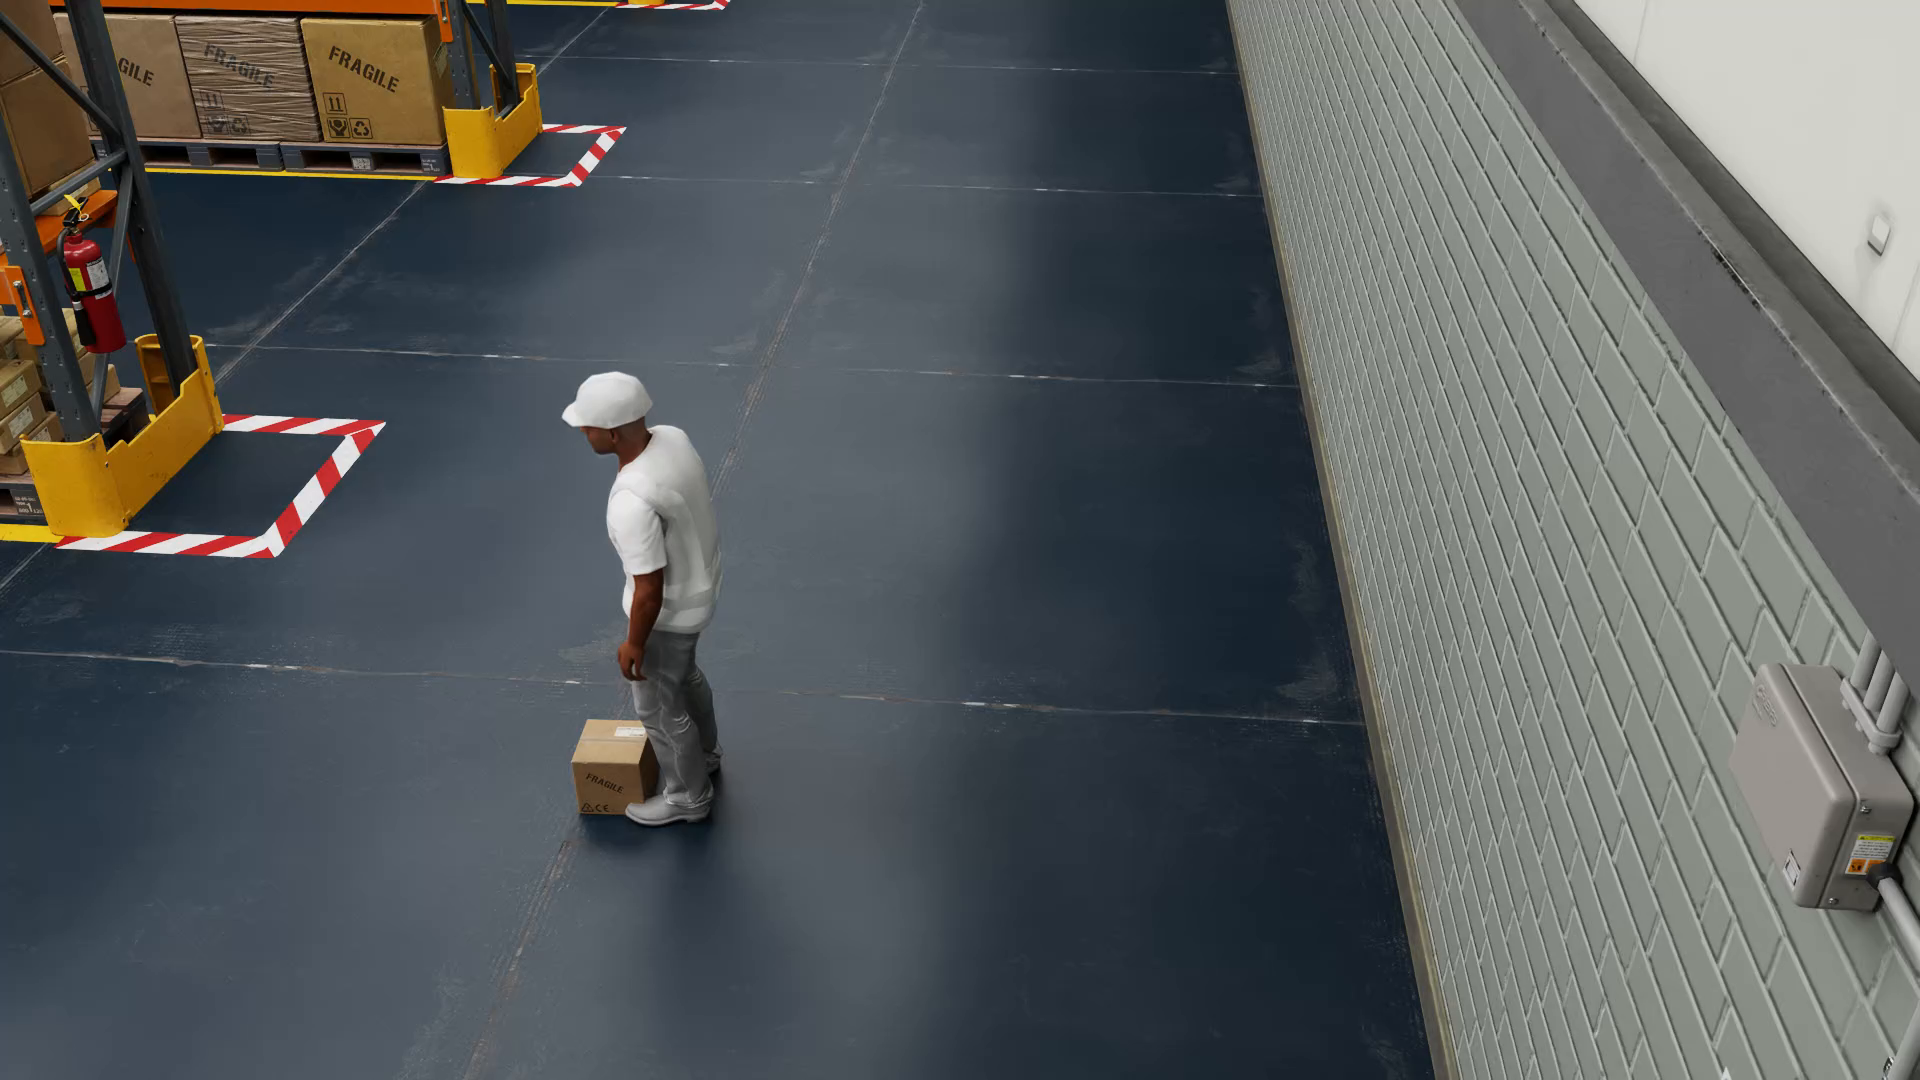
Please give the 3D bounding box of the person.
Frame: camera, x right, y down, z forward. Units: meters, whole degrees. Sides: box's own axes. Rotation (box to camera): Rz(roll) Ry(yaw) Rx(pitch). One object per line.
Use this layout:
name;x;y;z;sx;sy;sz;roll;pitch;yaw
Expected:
person;-1.055;0.207;5.784;0.459;1.761;0.627;2;32;4
